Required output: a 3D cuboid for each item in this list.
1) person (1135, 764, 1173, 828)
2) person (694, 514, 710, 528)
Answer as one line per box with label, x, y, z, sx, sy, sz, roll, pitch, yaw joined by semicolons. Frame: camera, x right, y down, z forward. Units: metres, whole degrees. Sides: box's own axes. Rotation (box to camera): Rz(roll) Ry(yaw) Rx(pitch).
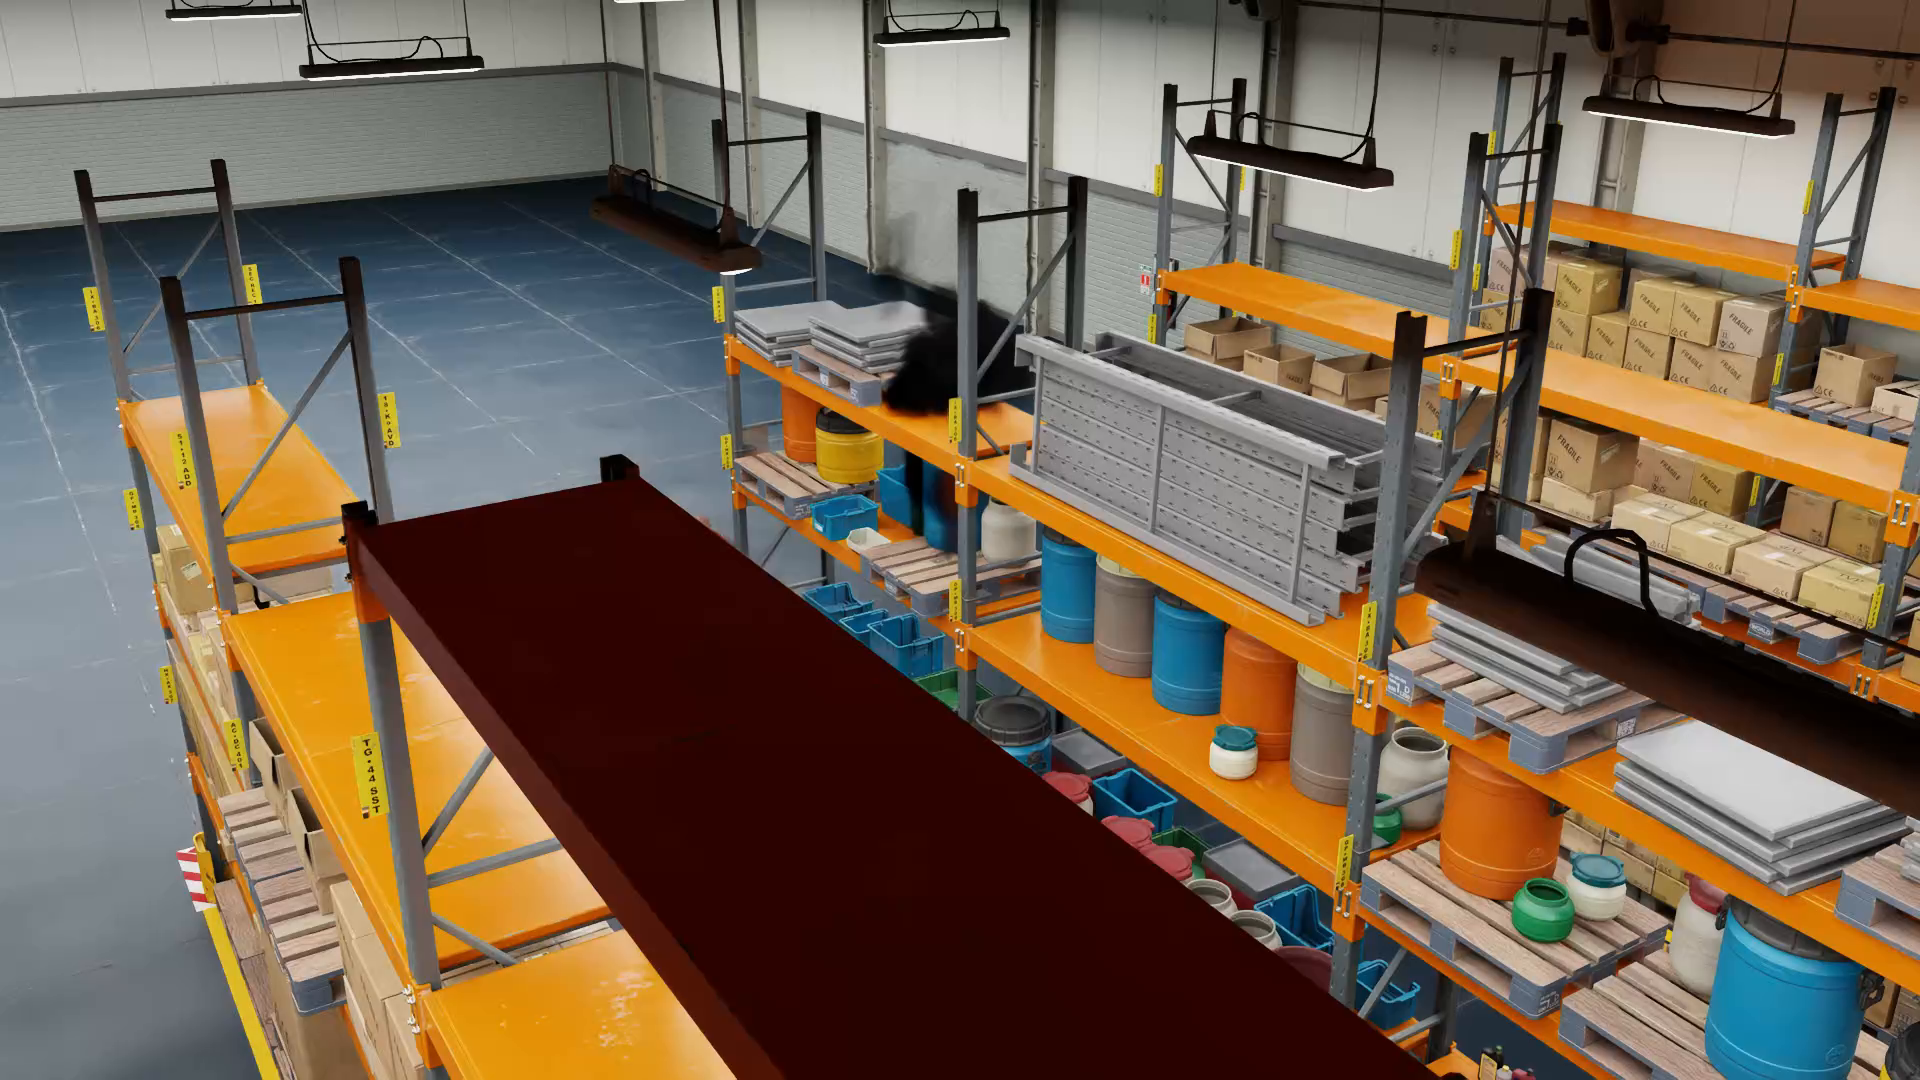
person;1.721;1.955;14.347;0.586;1.614;0.752;-12;25;-27
person;-2.726;0.547;17.708;0.863;1.763;0.665;4;22;11
